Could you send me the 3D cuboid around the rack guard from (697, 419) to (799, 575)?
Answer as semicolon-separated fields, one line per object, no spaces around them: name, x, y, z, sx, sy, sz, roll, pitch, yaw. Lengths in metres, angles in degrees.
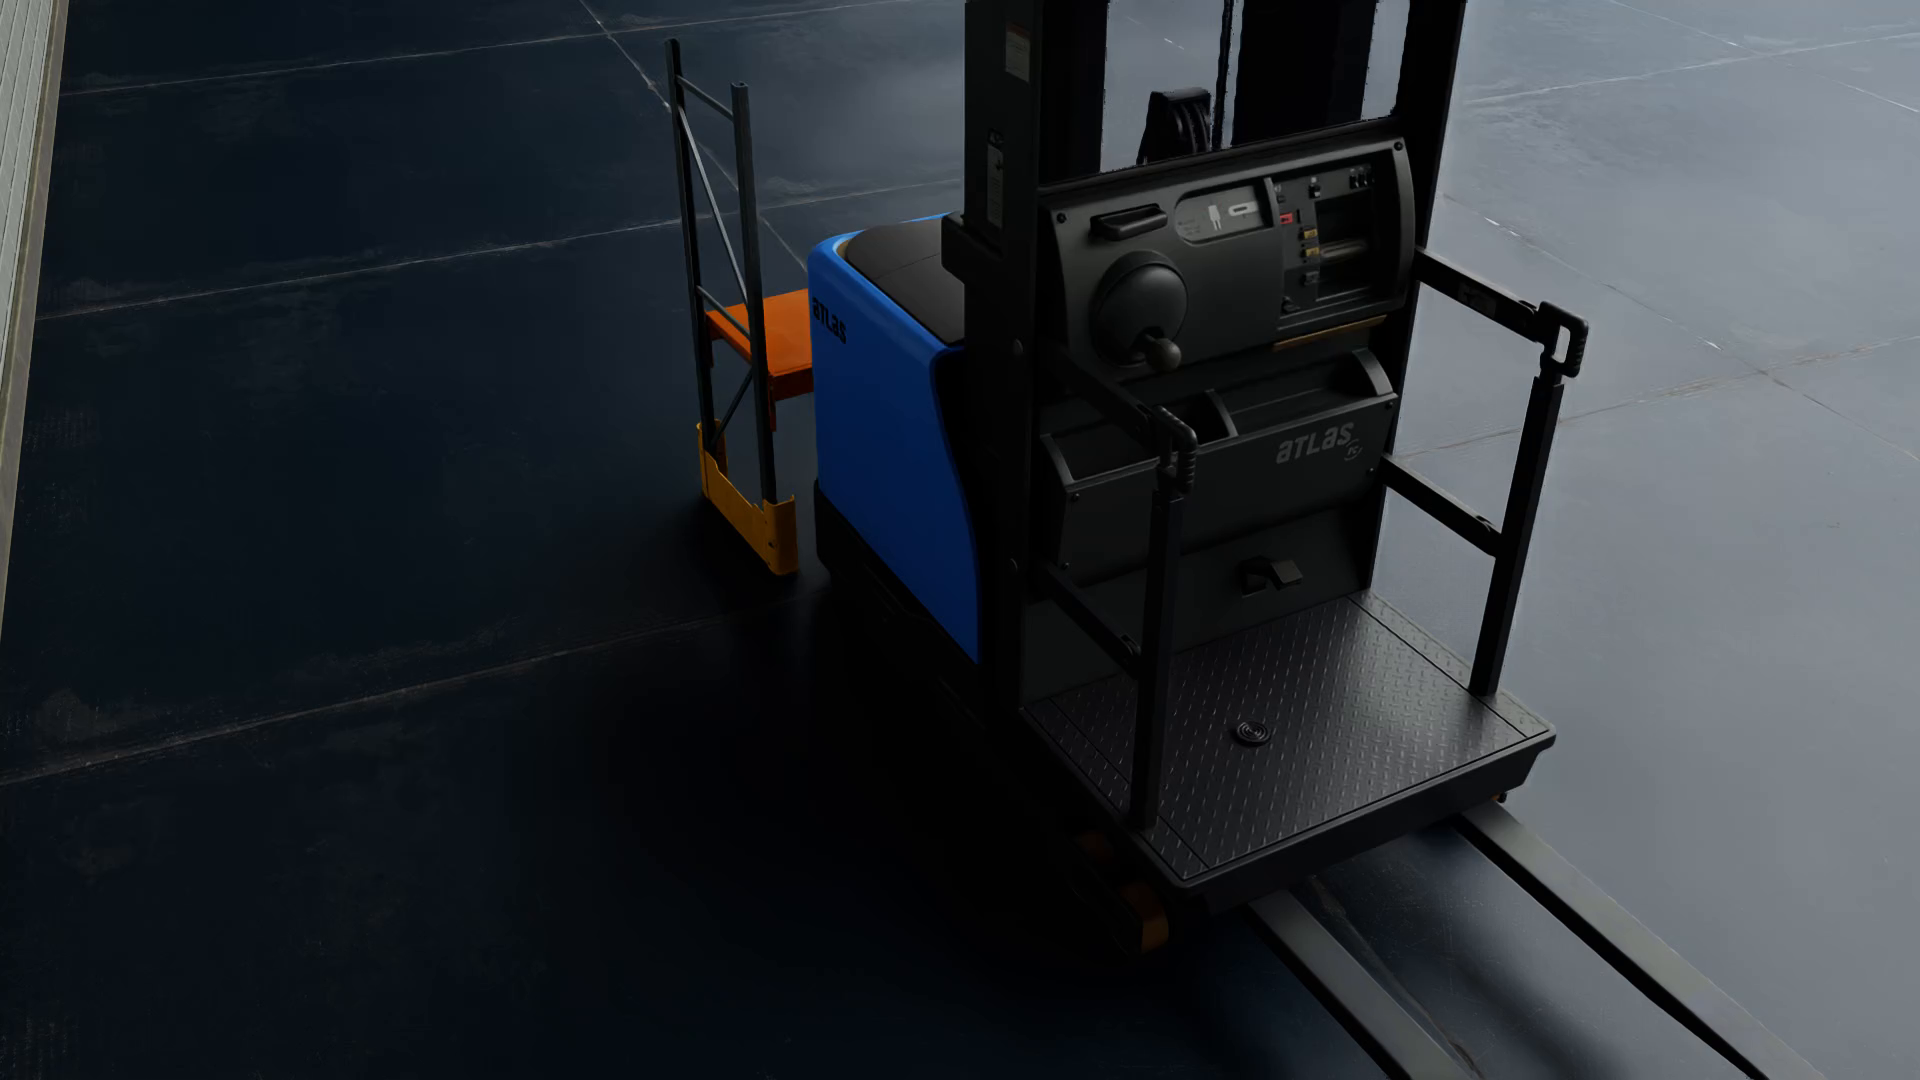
rack guard;-0.672;-0.143;5.240;0.087;0.250;0.587;-18;37;-25

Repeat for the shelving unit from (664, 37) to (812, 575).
shelving unit;-0.243;-0.804;5.111;1.083;1.500;0.587;-18;37;-25

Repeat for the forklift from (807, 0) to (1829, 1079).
forklift;15.922;-1.506;4.876;29.544;2.935;14.453;-16;36;-23

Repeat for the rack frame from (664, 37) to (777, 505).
rack frame;-0.689;-0.661;4.891;0.032;1.500;0.500;-18;37;-25

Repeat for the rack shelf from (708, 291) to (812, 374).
rack shelf;-0.251;-0.707;5.169;0.952;0.026;0.459;-18;37;-25
